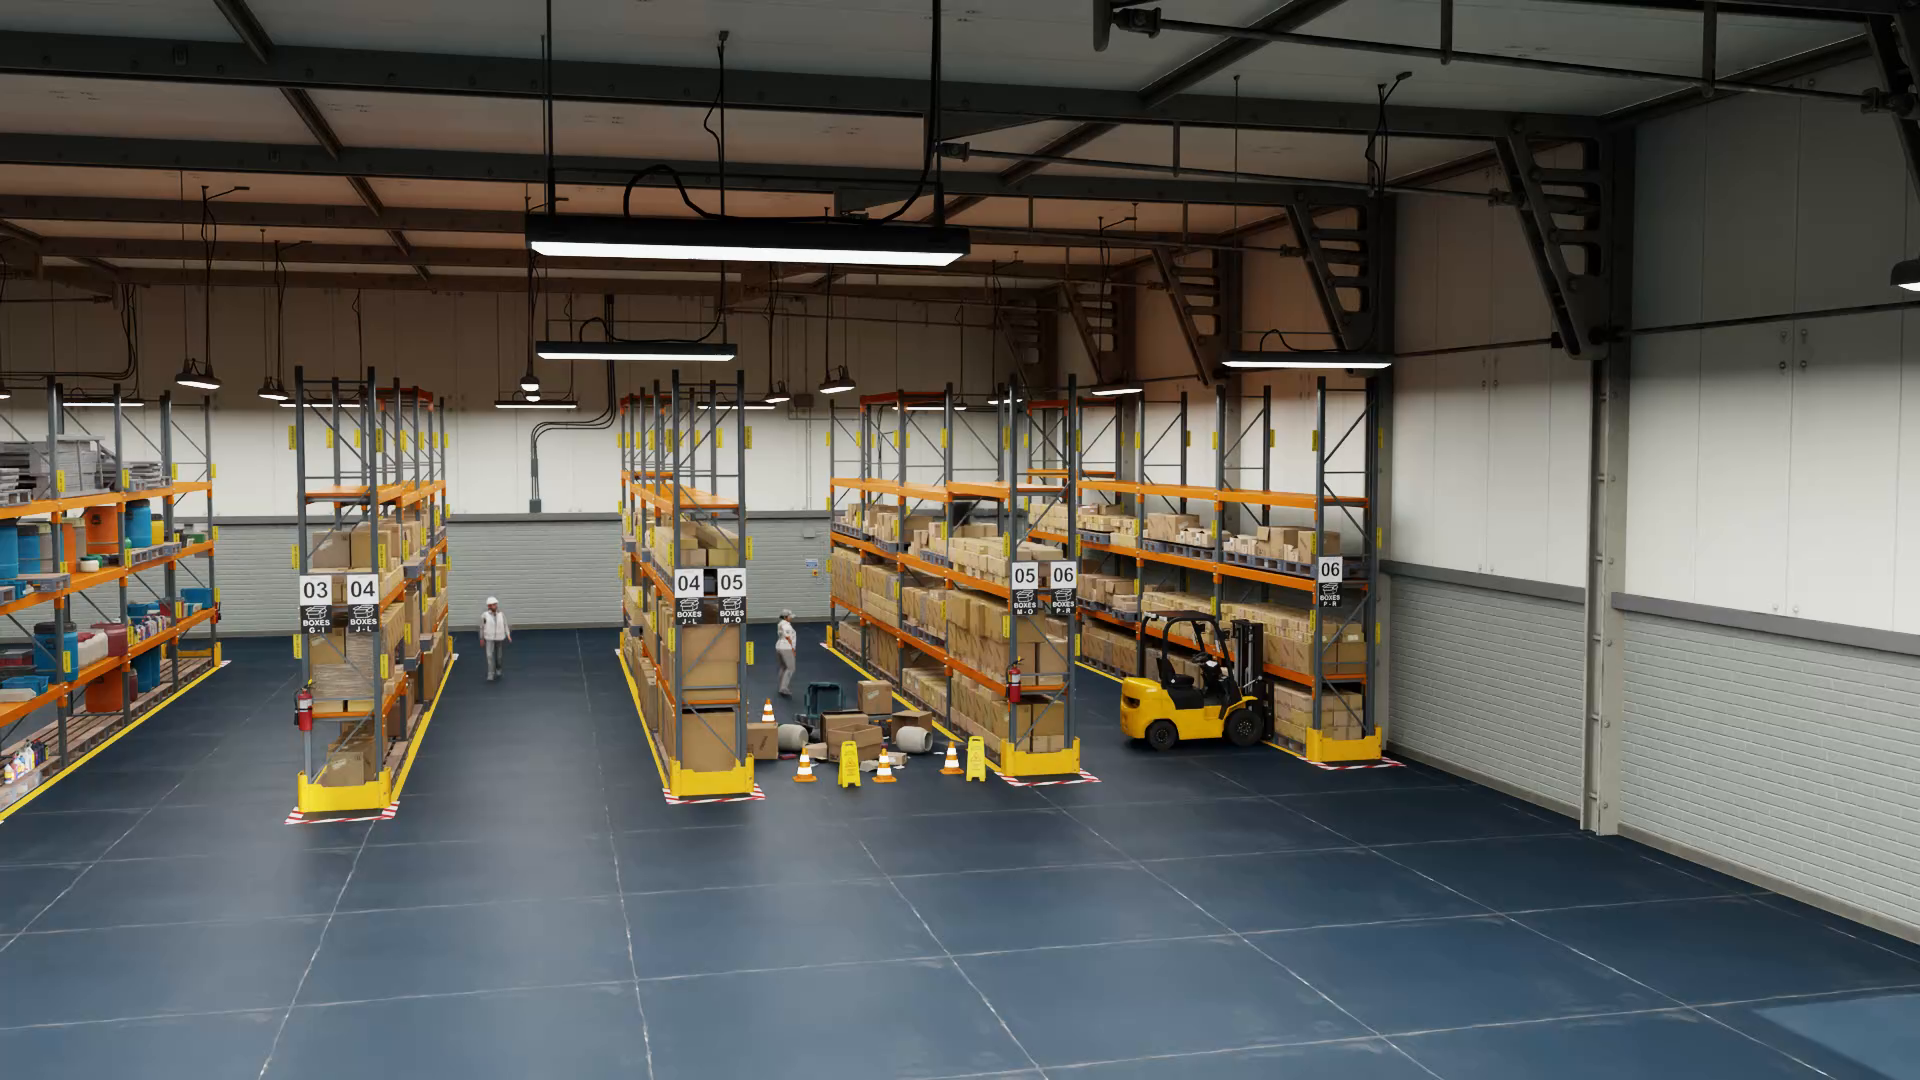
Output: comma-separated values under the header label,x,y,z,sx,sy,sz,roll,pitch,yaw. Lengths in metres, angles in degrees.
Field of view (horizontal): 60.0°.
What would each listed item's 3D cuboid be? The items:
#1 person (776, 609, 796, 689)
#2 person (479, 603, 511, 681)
label,x,y,z,sx,sy,sz,roll,pitch,yaw
person,-3.426,2.164,32.807,0.371,1.595,0.486,-1,4,-22
person,-9.710,2.085,34.723,0.652,1.674,1.033,-1,4,-16
